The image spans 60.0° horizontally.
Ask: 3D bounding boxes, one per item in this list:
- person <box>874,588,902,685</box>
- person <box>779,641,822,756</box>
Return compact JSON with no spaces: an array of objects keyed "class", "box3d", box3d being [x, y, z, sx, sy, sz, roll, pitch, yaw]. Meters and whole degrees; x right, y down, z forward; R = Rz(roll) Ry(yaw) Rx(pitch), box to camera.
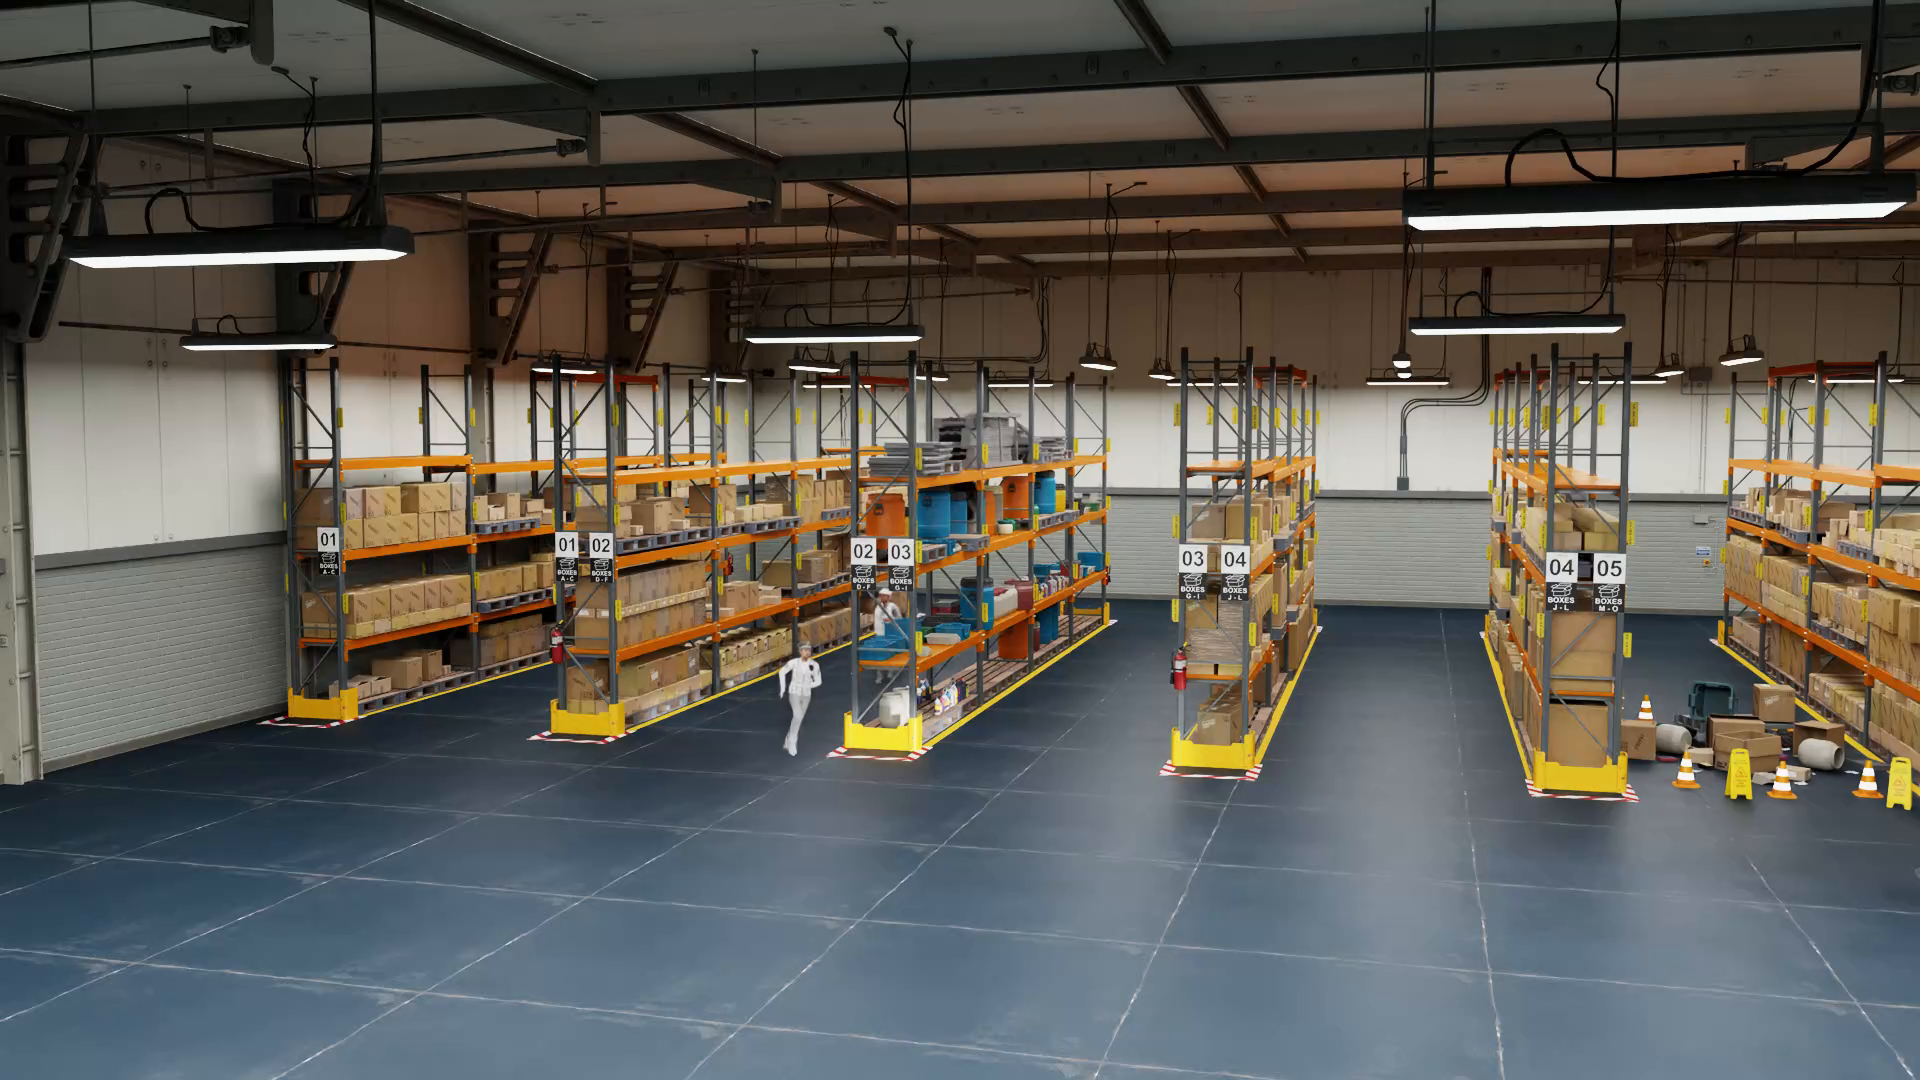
[{"class":"person","box3d":[-1.375,1.819,31.507,0.628,1.843,0.781,1,4,15]},{"class":"person","box3d":[-2.367,2.336,24.875,0.595,1.663,0.659,-2,4,-20]}]
